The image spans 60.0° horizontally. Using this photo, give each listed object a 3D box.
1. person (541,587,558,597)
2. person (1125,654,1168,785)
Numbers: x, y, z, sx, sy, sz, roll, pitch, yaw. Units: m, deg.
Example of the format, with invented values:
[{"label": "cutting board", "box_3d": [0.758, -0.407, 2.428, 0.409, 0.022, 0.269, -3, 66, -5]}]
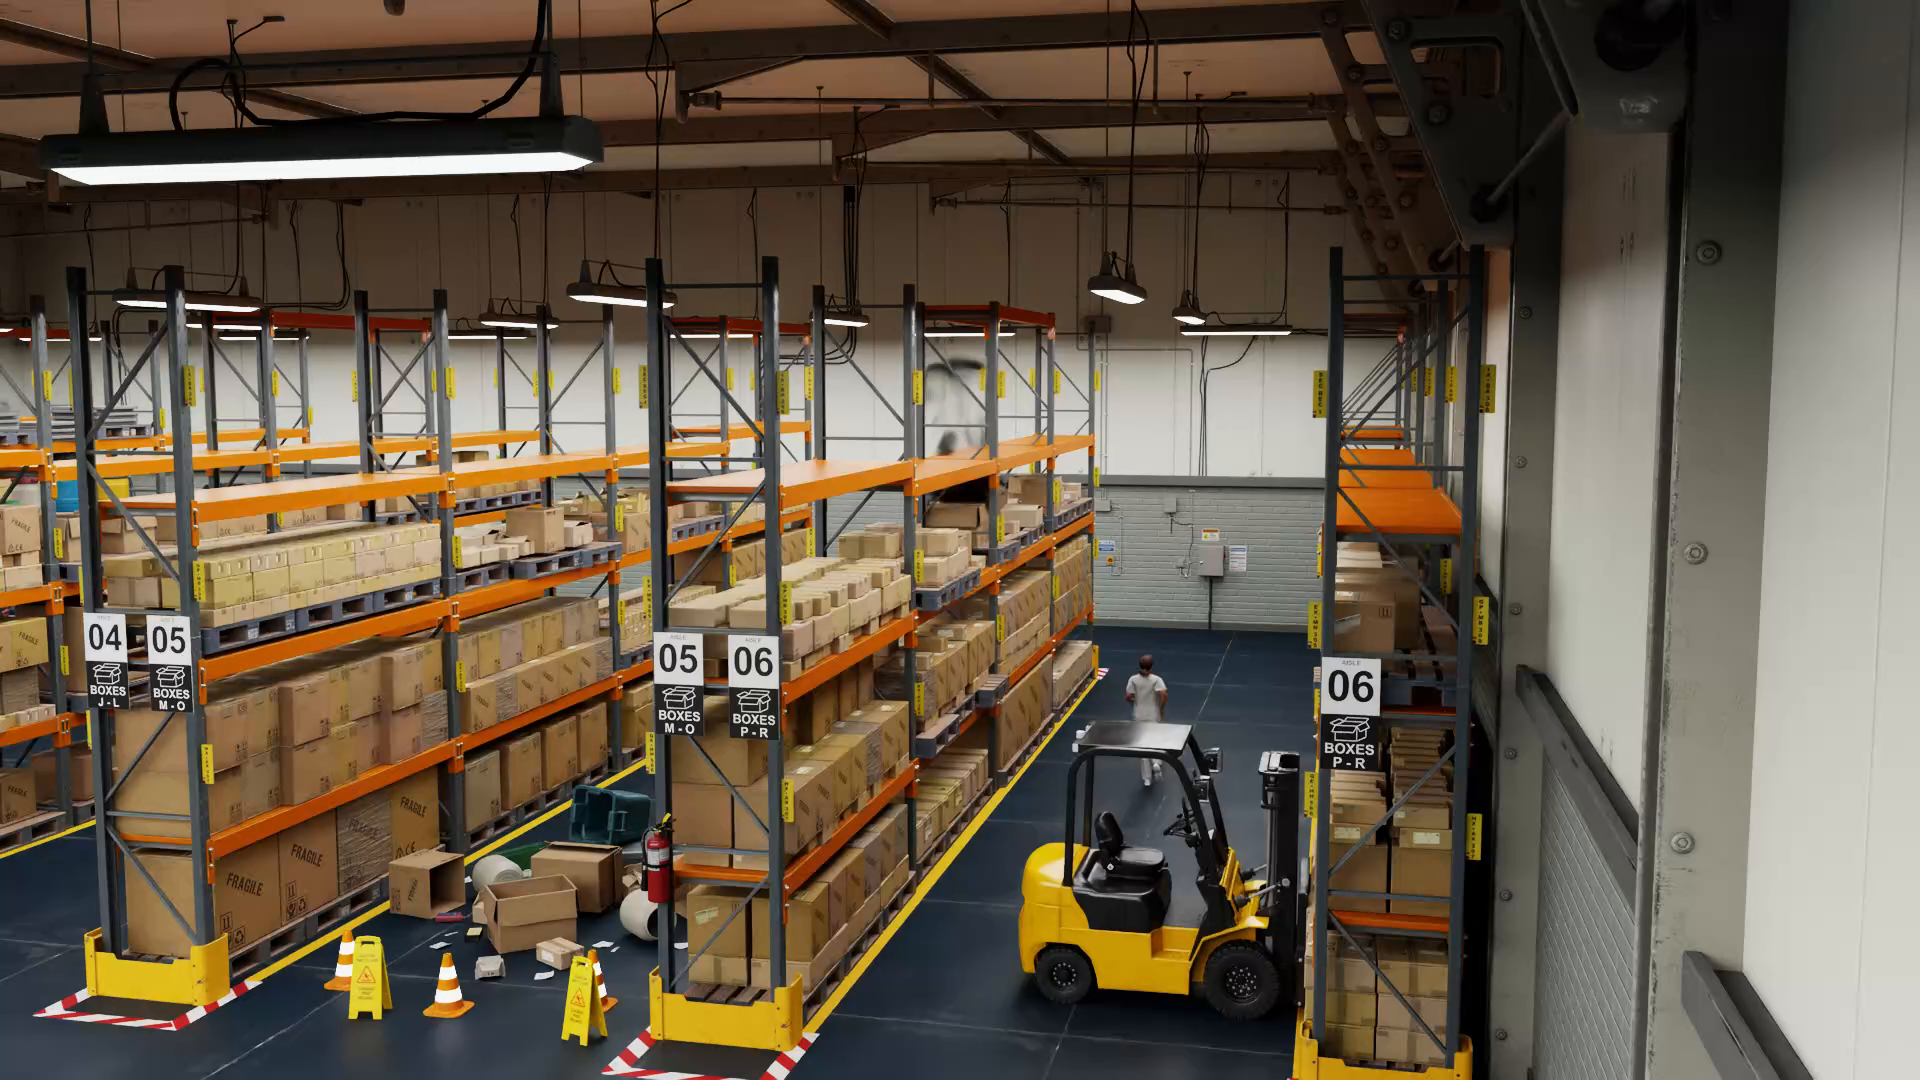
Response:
[{"label": "person", "box_3d": [-8.230, 1.051, 32.776, 0.581, 1.638, 0.659, -4, 7, -36]}, {"label": "person", "box_3d": [2.351, 2.230, 20.856, 0.551, 1.627, 0.629, 1, 6, 12]}]
